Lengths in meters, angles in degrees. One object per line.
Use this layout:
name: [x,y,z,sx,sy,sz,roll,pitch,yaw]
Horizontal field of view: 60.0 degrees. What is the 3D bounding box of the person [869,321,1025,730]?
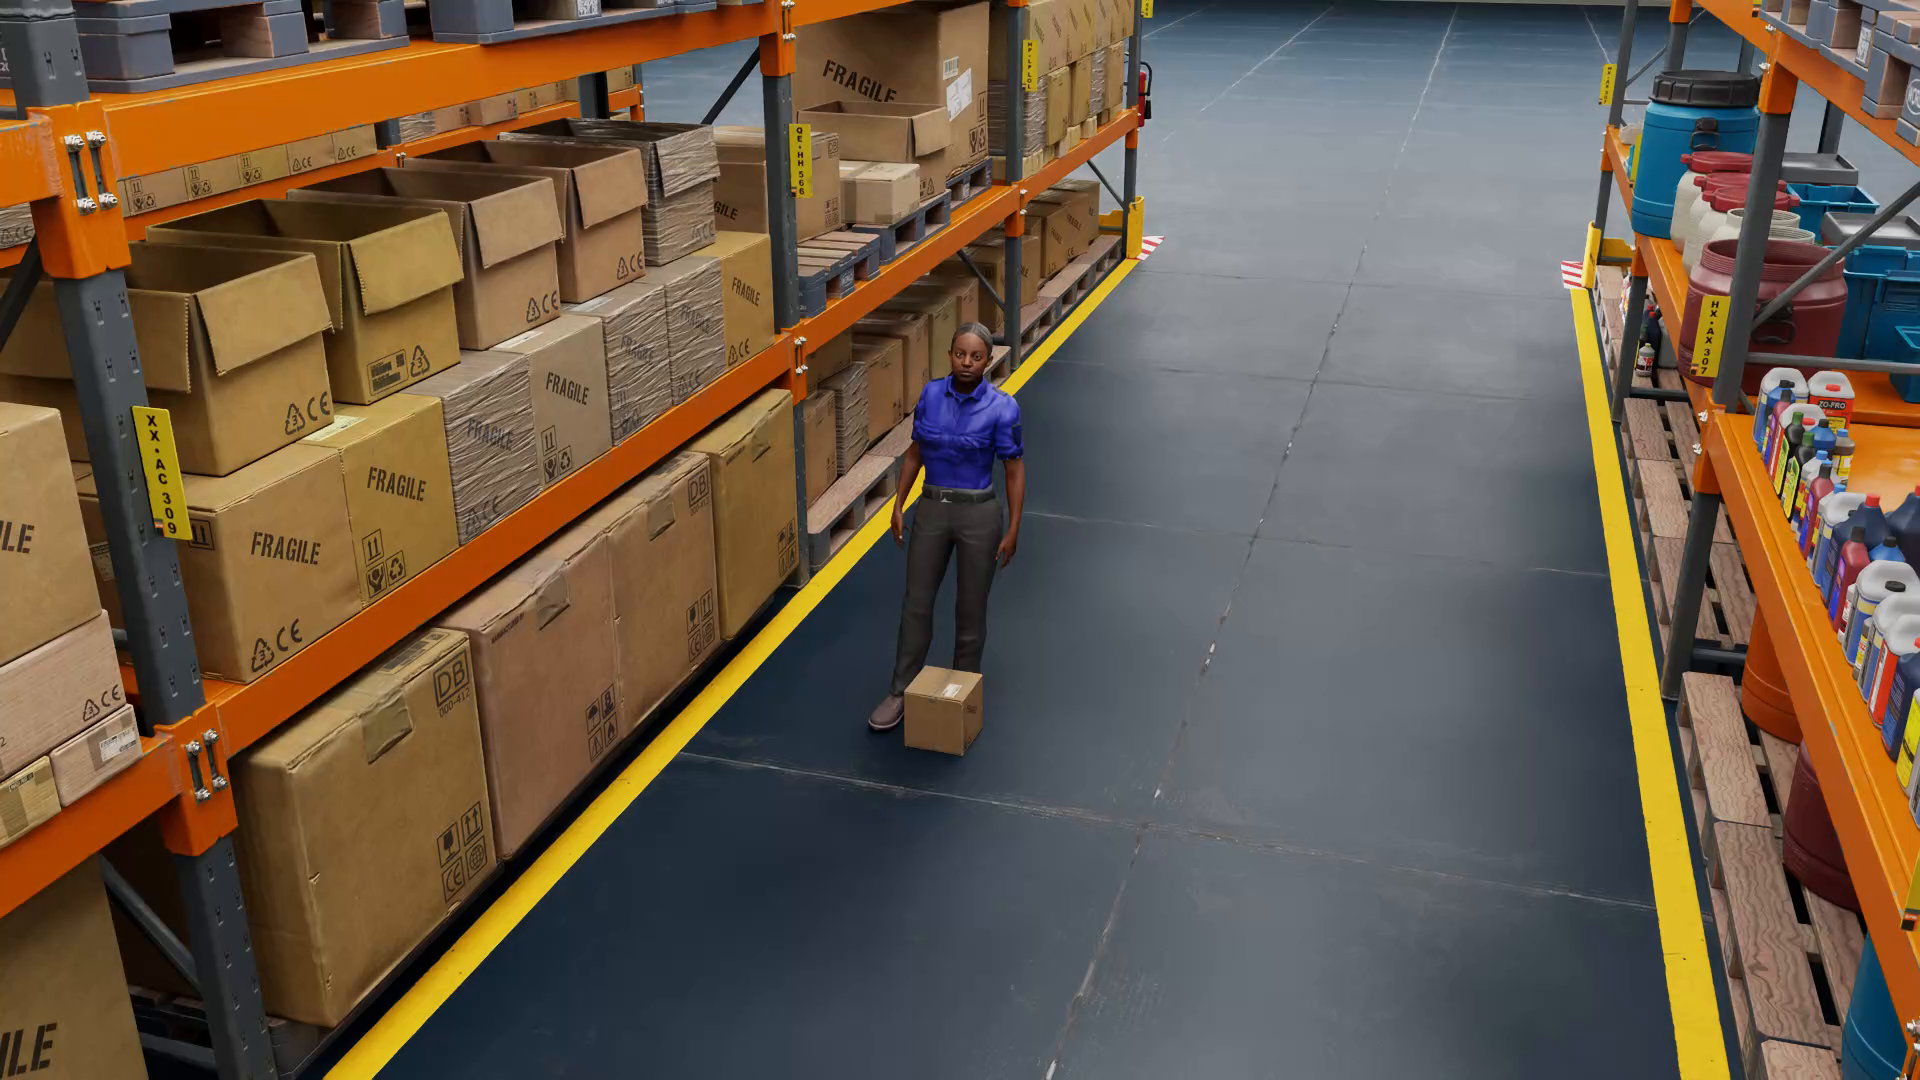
person: [-0.047,-0.035,6.661,0.570,1.657,0.502,8,23,18]
